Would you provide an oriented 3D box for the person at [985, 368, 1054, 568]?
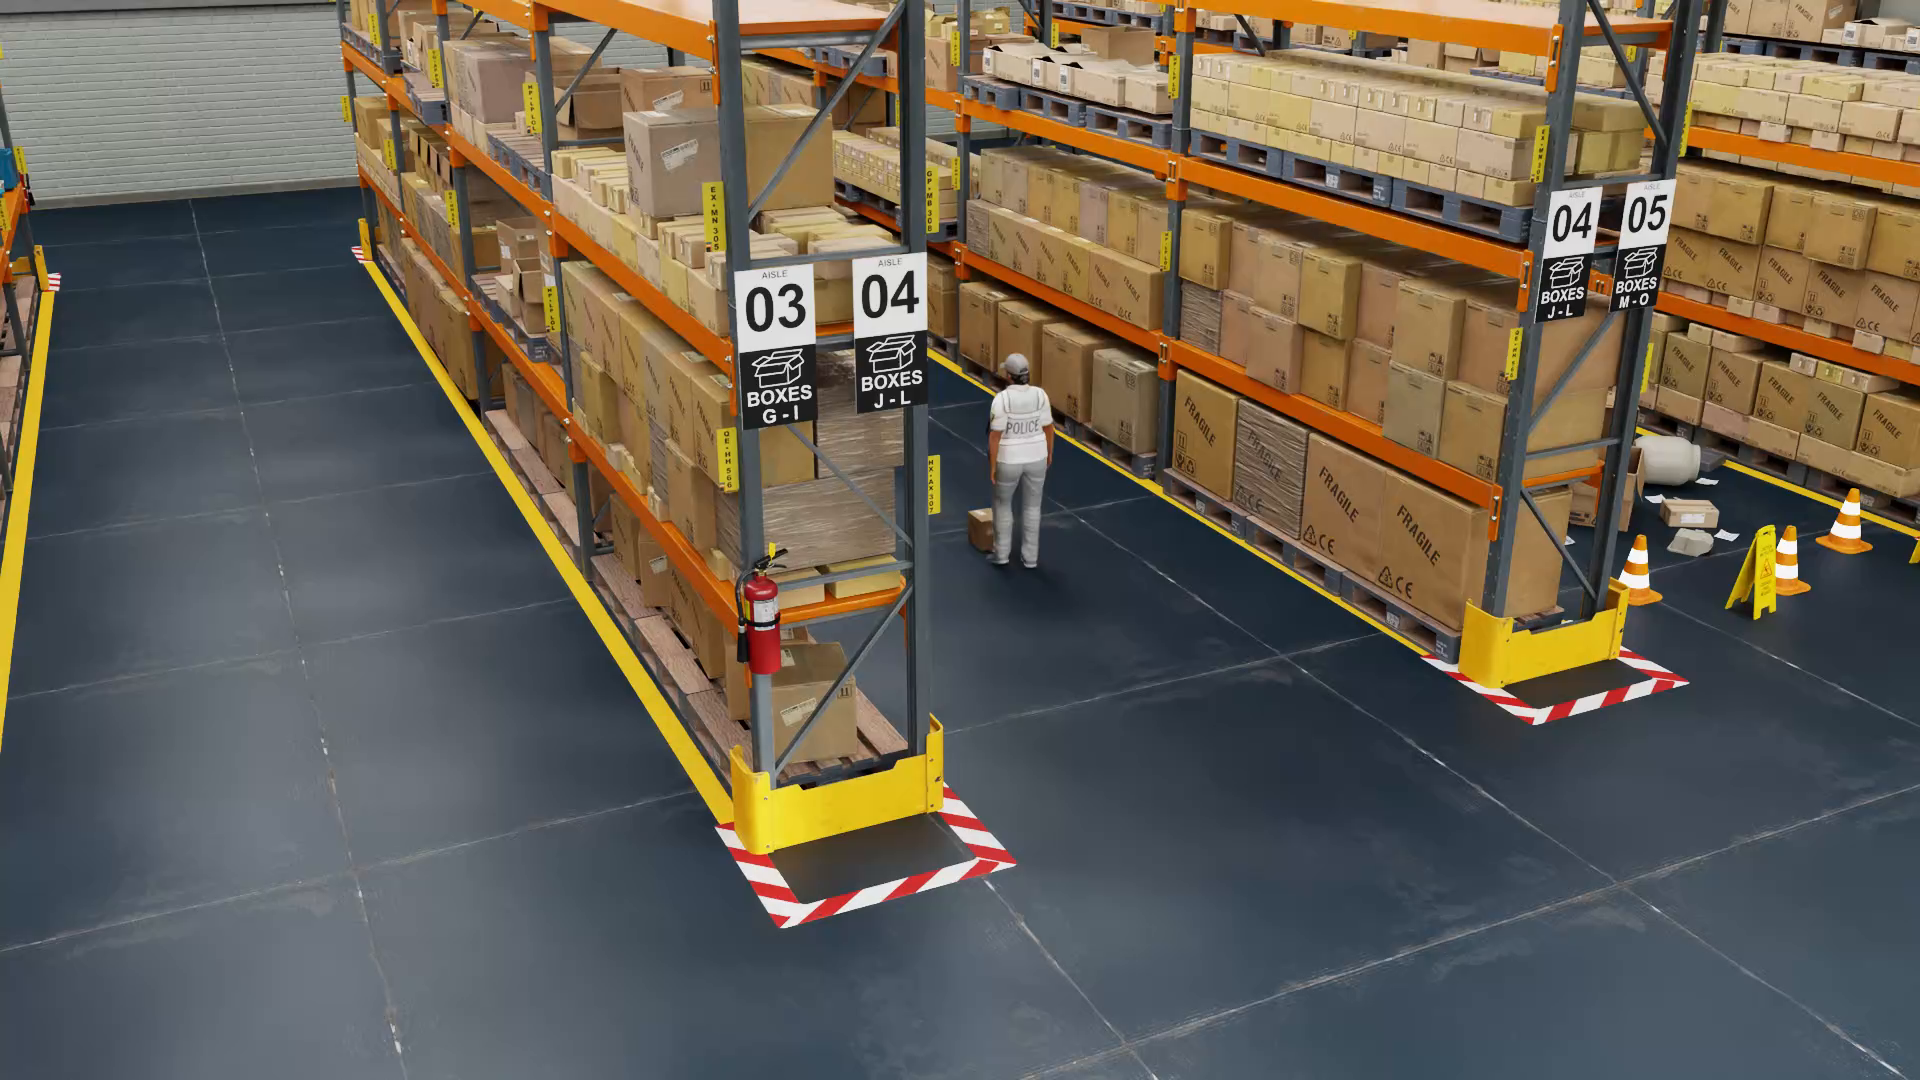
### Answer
[{"bbox_3d":[0.447,-0.576,12.449,0.540,1.692,0.463,-6,23,-14],"label":"person"}]
